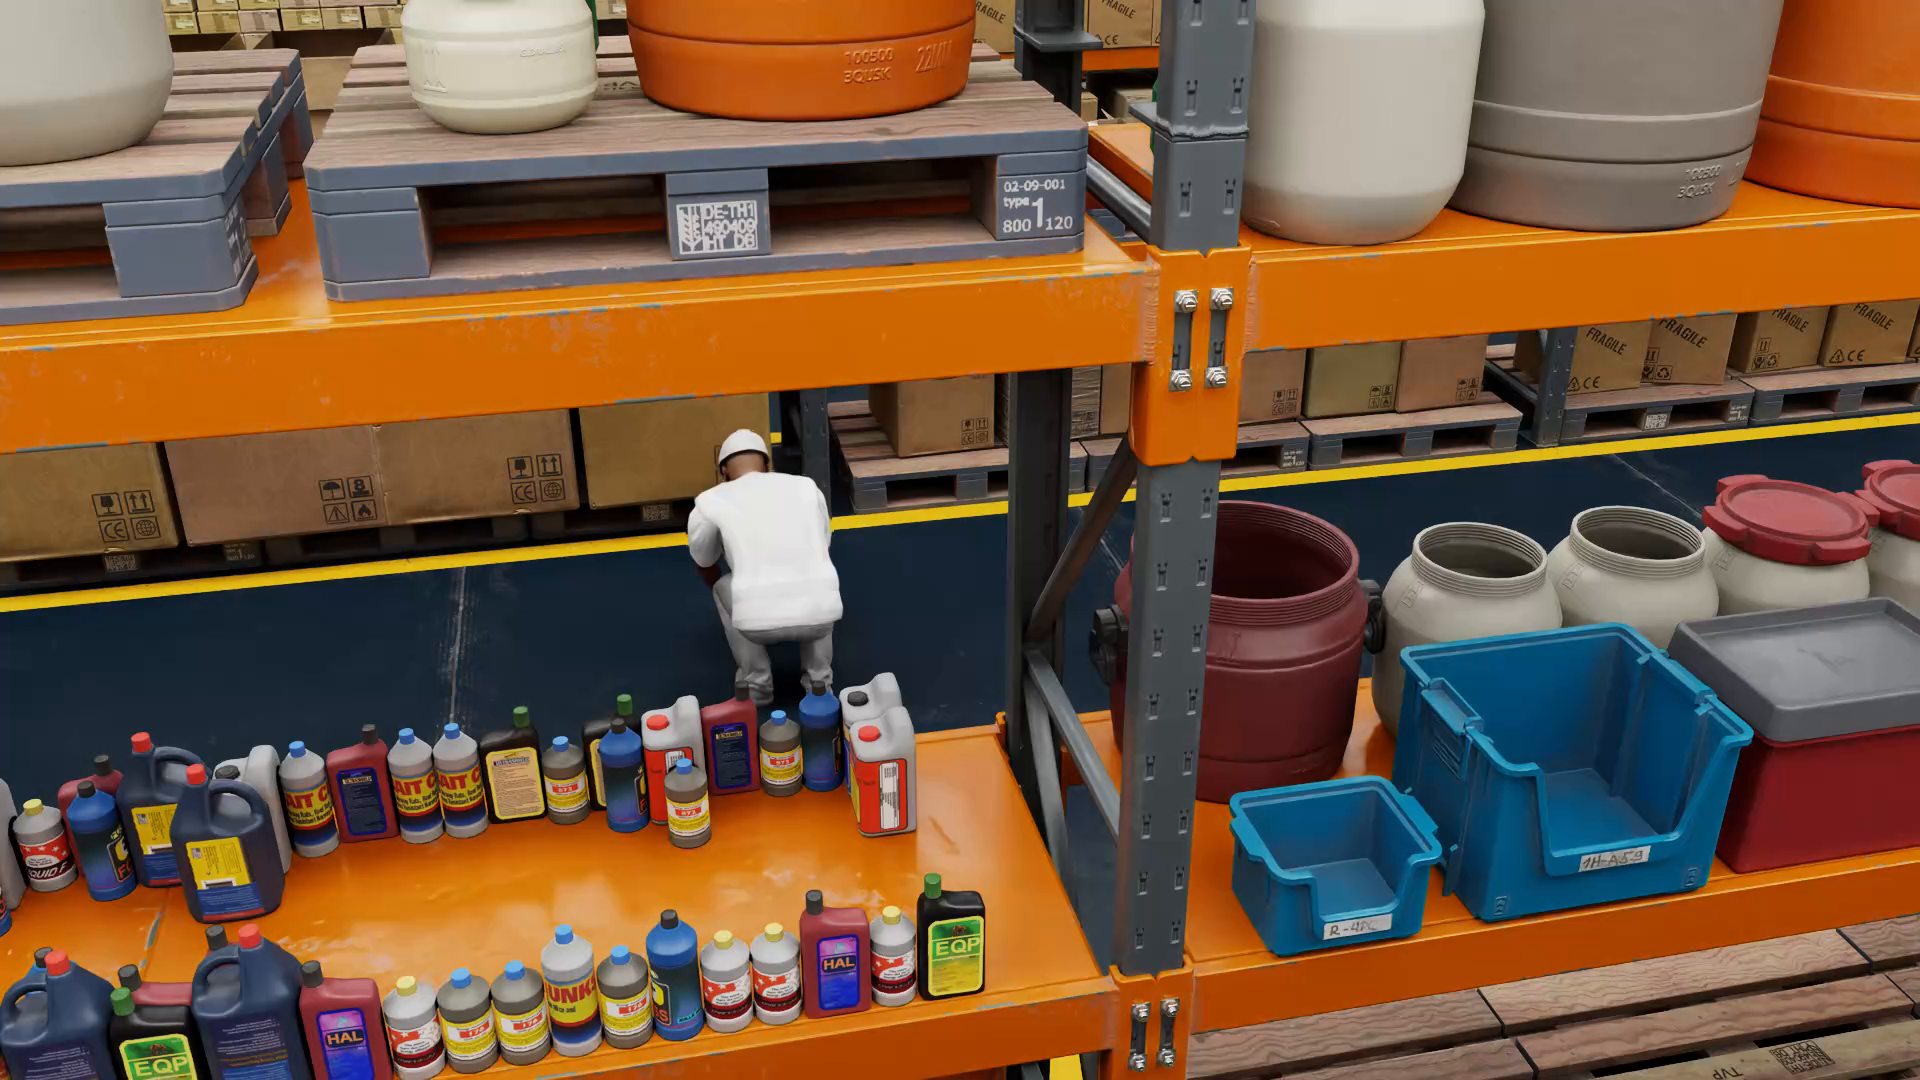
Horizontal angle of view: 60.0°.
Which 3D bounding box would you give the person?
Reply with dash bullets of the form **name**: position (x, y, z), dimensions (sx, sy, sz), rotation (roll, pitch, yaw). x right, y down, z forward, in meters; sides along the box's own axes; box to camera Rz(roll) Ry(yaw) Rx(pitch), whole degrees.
- **person**: position (-0.781, 0.127, 6.698), dimensions (0.586, 1.002, 0.894), rotation (-6, 27, -12)
